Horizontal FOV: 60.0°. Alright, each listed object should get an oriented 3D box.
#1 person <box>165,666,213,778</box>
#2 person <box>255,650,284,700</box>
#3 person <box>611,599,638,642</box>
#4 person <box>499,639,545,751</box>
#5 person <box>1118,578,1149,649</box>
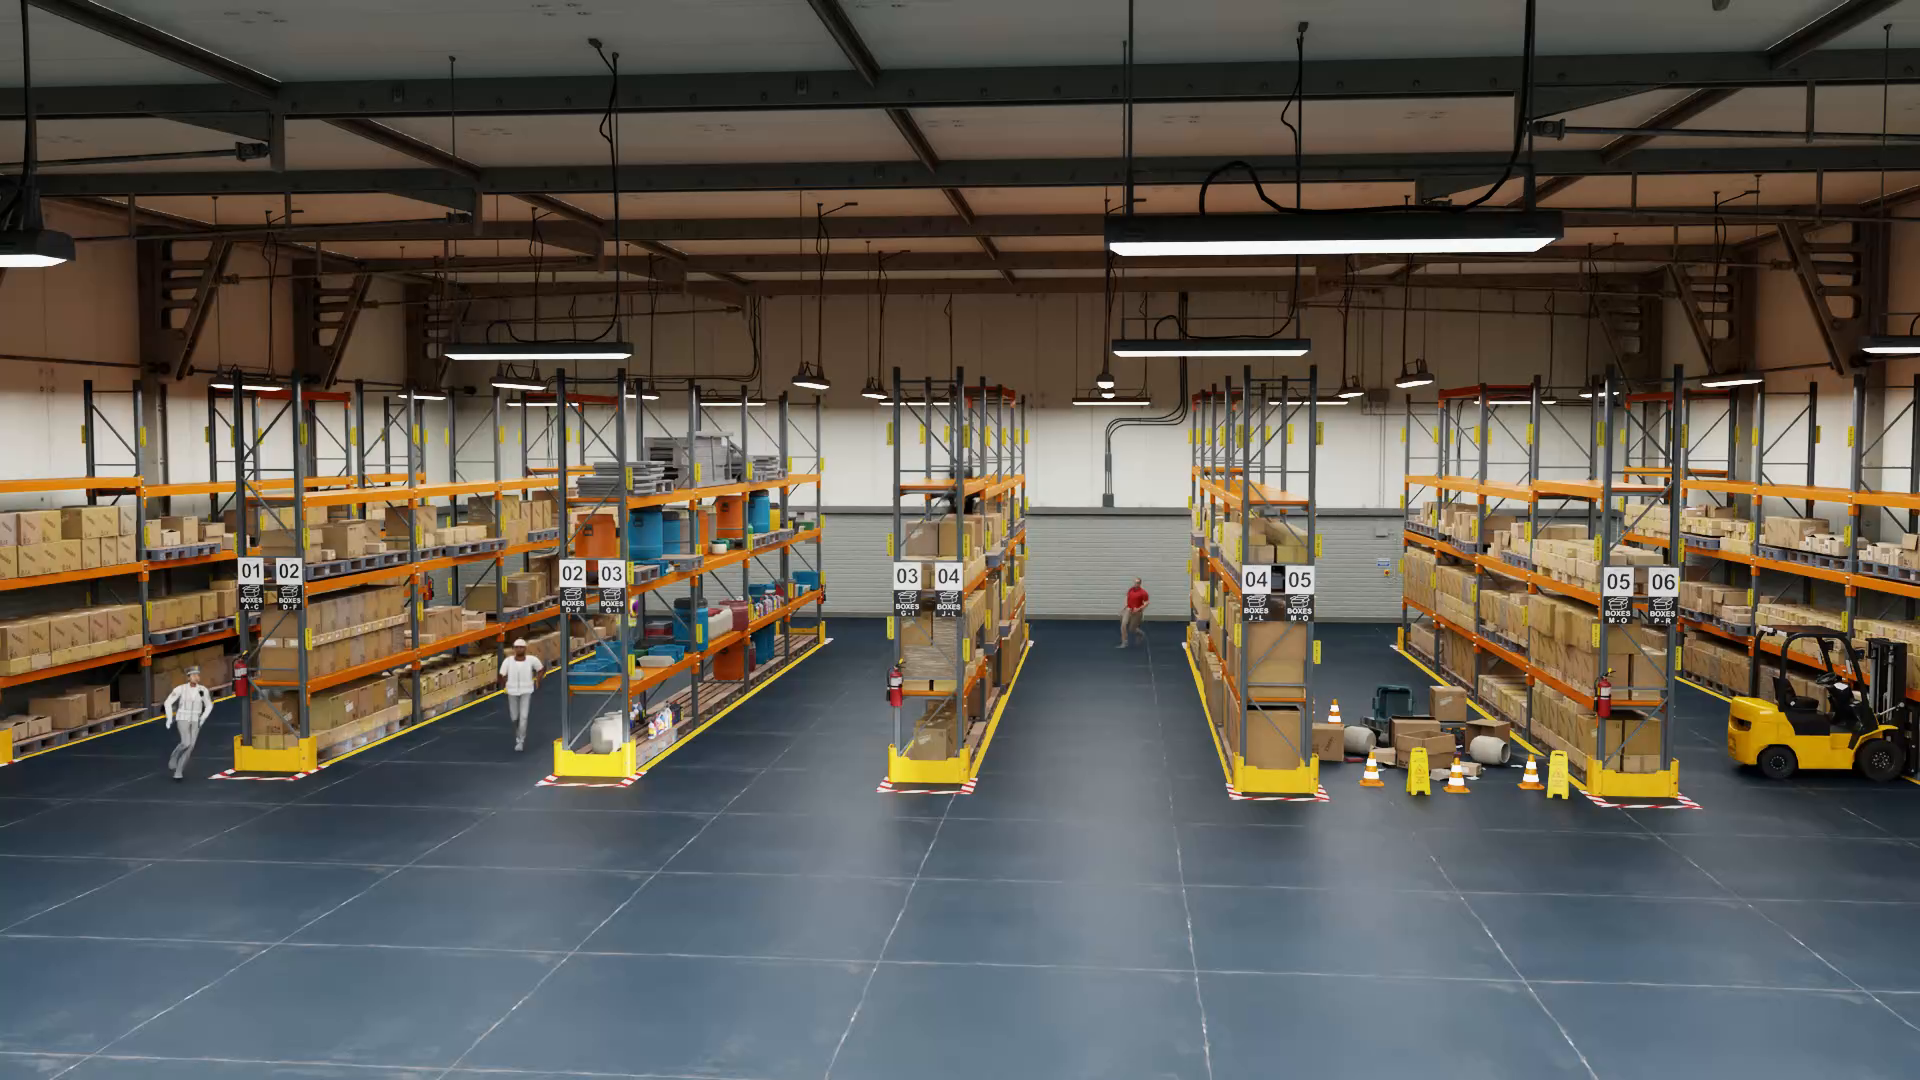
[{"bbox_3d":[-11.301,2.671,24.456,0.638,1.618,0.503,-3,5,-40],"label":"person"},{"bbox_3d":[-11.879,2.382,28.701,0.615,1.643,0.918,0,4,0],"label":"person"},{"bbox_3d":[-7.217,1.879,35.947,0.710,1.747,0.963,0,4,0],"label":"person"},{"bbox_3d":[-7.052,2.460,26.701,0.699,1.751,0.923,0,4,-6],"label":"person"},{"bbox_3d":[4.152,1.733,39.345,0.699,1.682,0.713,3,5,44],"label":"person"}]
